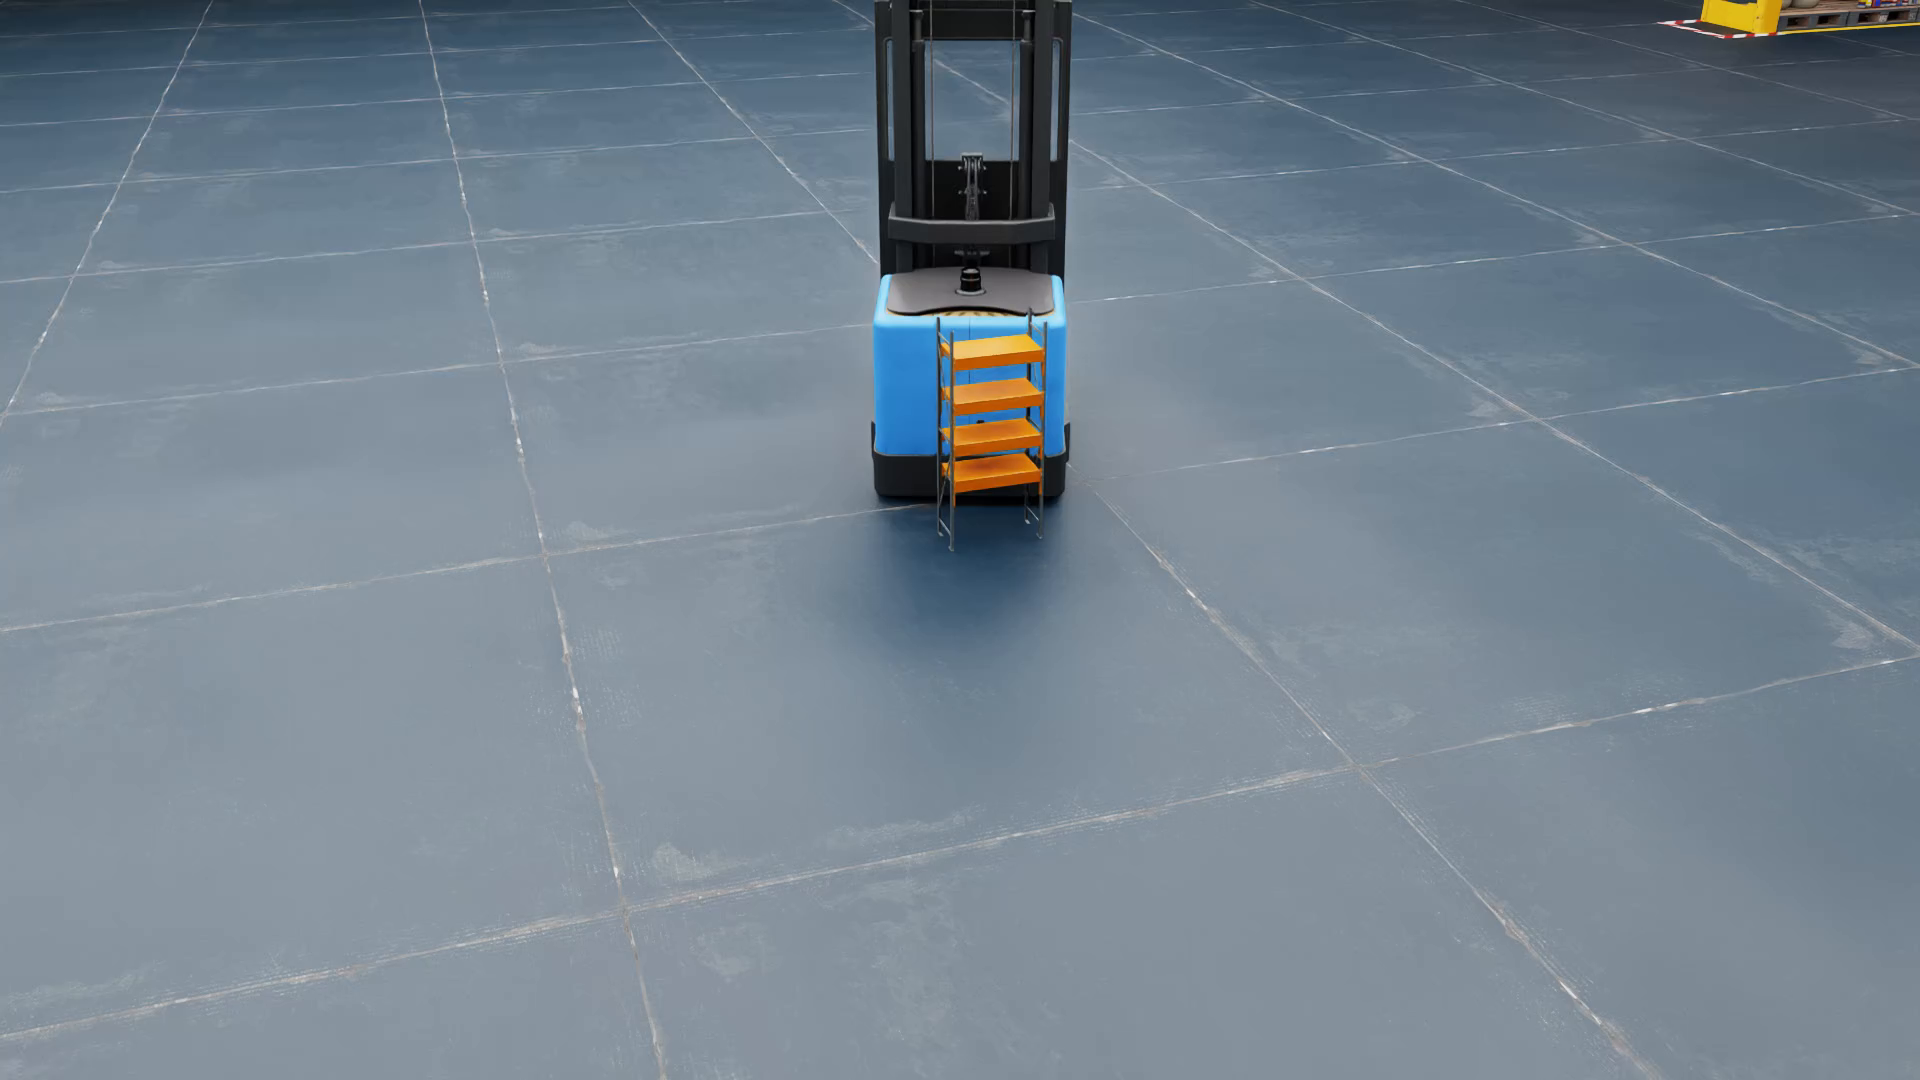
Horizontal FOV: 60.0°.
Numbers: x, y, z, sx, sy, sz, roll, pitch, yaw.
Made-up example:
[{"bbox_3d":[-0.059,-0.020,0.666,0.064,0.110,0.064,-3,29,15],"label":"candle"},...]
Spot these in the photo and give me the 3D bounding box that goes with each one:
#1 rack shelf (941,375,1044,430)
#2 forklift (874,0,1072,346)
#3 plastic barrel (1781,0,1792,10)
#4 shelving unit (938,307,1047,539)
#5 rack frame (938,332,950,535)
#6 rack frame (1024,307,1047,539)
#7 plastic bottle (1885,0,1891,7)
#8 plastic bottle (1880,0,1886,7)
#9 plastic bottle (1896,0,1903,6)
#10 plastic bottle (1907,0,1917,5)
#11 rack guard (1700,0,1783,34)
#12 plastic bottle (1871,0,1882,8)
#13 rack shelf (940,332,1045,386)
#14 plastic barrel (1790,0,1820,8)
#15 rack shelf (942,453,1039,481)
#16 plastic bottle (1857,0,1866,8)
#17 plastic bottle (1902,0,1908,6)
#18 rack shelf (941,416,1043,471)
[{"bbox_3d":[0.157,-0.700,8.460,0.480,0.148,0.258,-8,28,-16],"label":"rack shelf"},{"bbox_3d":[0.081,-2.159,9.804,1.121,2.935,3.031,0,26,1],"label":"forklift"},{"bbox_3d":[11.375,-7.666,23.143,0.421,0.512,0.421,0,26,0],"label":"plastic barrel"},{"bbox_3d":[0.160,-0.561,8.530,0.499,1.200,0.258,-8,28,-16],"label":"shelving unit"},{"bbox_3d":[-0.074,-0.526,8.461,0.006,1.046,0.228,-8,28,-16],"label":"rack frame"},{"bbox_3d":[0.389,-0.594,8.597,0.015,1.200,0.240,-8,28,-16],"label":"rack frame"},{"bbox_3d":[13.015,-7.623,23.305,0.097,0.271,0.097,0,26,0],"label":"plastic bottle"},{"bbox_3d":[12.920,-7.609,23.277,0.097,0.271,0.097,0,26,0],"label":"plastic bottle"},{"bbox_3d":[13.207,-7.651,23.361,0.097,0.271,0.097,0,26,0],"label":"plastic bottle"},{"bbox_3d":[13.408,-7.695,23.444,0.135,0.276,0.152,-8,27,-15],"label":"plastic bottle"},{"bbox_3d":[10.831,-7.380,23.053,0.348,0.500,1.175,-8,28,-16],"label":"rack guard"},{"bbox_3d":[12.815,-7.591,23.227,0.133,0.283,0.061,-8,27,-15],"label":"plastic bottle"},{"bbox_3d":[0.157,-0.912,8.354,0.480,0.148,0.258,-8,28,-16],"label":"rack shelf"},{"bbox_3d":[11.852,-7.735,23.282,0.421,0.512,0.421,0,26,0],"label":"plastic barrel"},{"bbox_3d":[0.157,-0.370,8.624,0.457,0.021,0.221,-8,28,-16],"label":"rack shelf"},{"bbox_3d":[12.594,-7.562,23.182,0.097,0.271,0.097,0,26,0],"label":"plastic bottle"},{"bbox_3d":[13.304,-7.633,23.405,0.097,0.201,0.097,0,26,0],"label":"plastic bottle"},{"bbox_3d":[0.157,-0.500,8.559,0.480,0.148,0.258,-8,28,-16],"label":"rack shelf"}]
